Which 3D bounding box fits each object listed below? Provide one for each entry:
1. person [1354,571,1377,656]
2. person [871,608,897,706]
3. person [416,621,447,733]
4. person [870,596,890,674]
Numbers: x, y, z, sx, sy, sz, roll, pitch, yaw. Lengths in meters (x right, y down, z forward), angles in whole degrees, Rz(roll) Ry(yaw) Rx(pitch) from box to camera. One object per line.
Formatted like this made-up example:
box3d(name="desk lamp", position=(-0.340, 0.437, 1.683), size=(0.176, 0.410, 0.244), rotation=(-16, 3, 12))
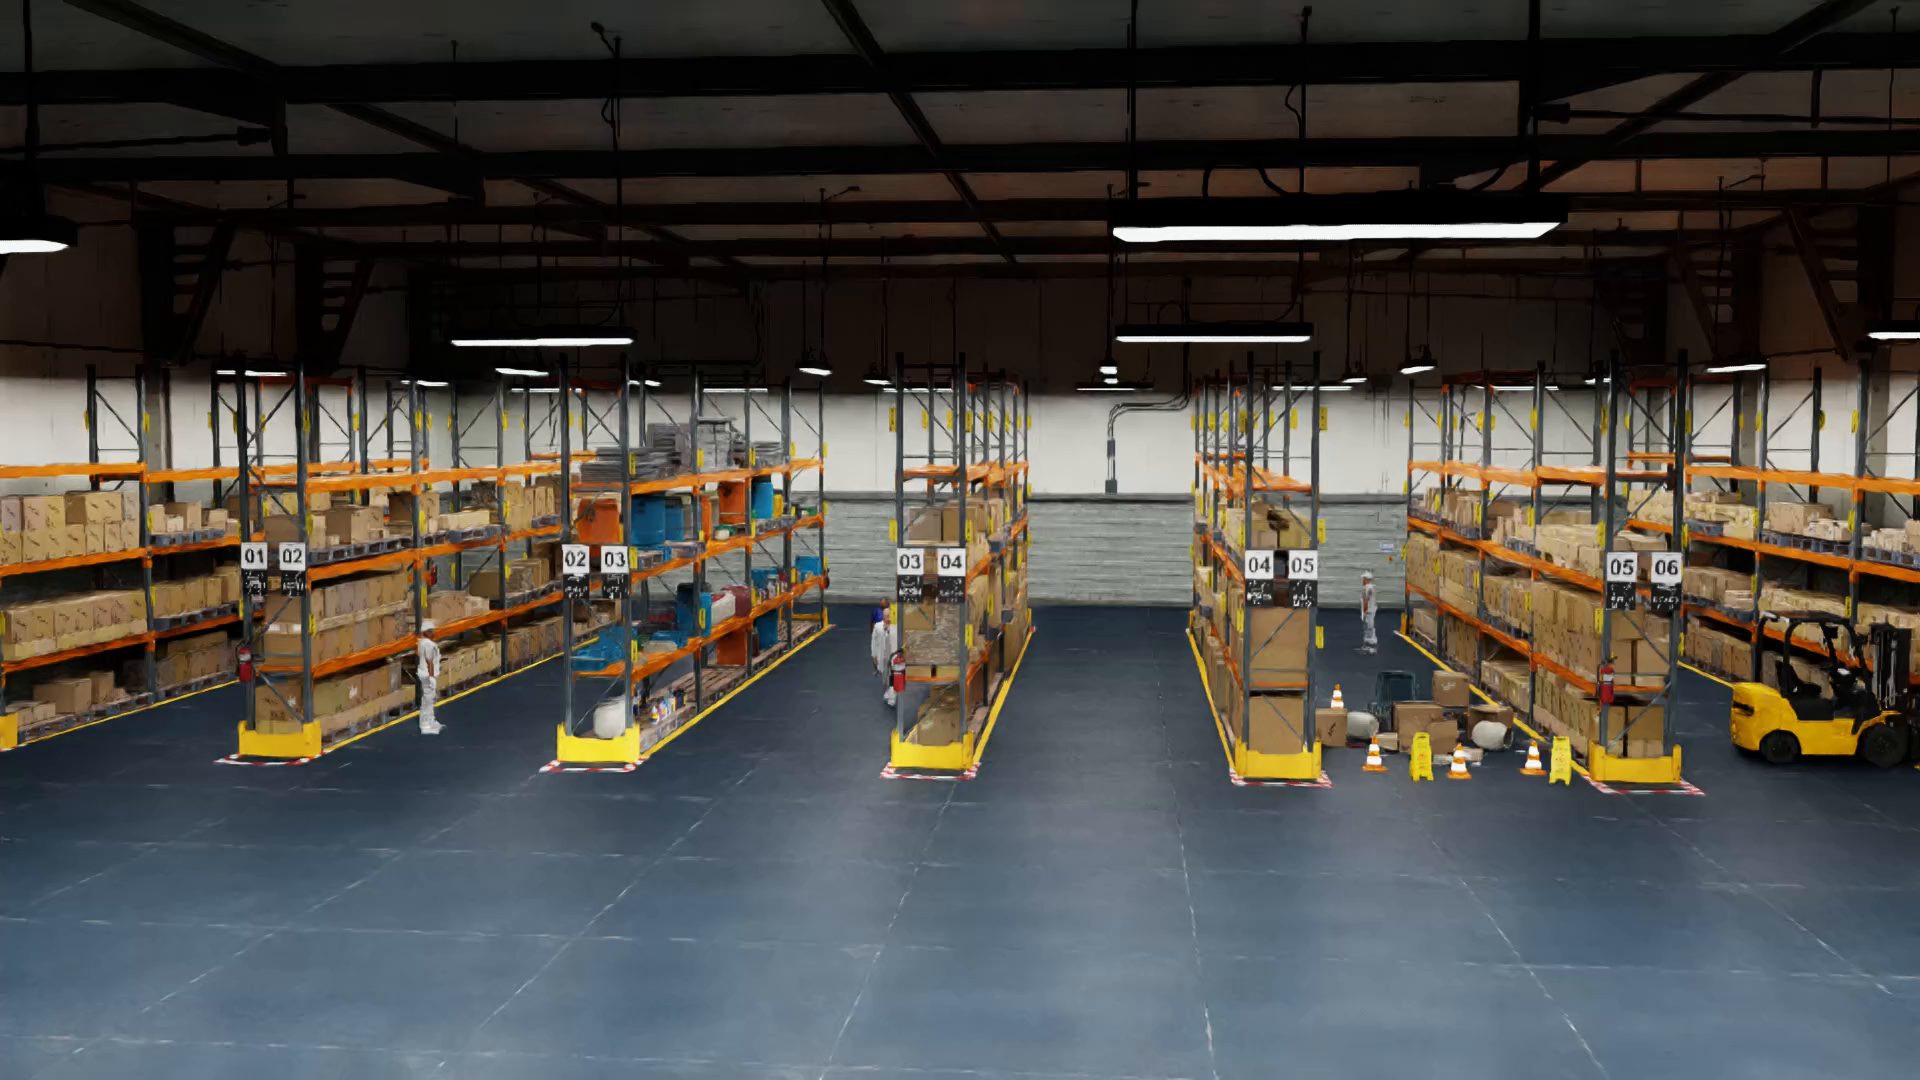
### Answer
box3d(name="person", position=(8.718, 1.561, 35.665), size=(0.544, 1.788, 0.626), rotation=(2, 4, 24))
box3d(name="person", position=(-1.282, 2.041, 29.473), size=(0.598, 1.698, 1.193), rotation=(1, 4, 8))
box3d(name="person", position=(-8.513, 2.189, 26.793), size=(0.450, 1.782, 0.614), rotation=(-2, 4, -25))
box3d(name="person", position=(-1.484, 1.882, 32.761), size=(0.592, 1.604, 0.518), rotation=(0, 4, 4))
